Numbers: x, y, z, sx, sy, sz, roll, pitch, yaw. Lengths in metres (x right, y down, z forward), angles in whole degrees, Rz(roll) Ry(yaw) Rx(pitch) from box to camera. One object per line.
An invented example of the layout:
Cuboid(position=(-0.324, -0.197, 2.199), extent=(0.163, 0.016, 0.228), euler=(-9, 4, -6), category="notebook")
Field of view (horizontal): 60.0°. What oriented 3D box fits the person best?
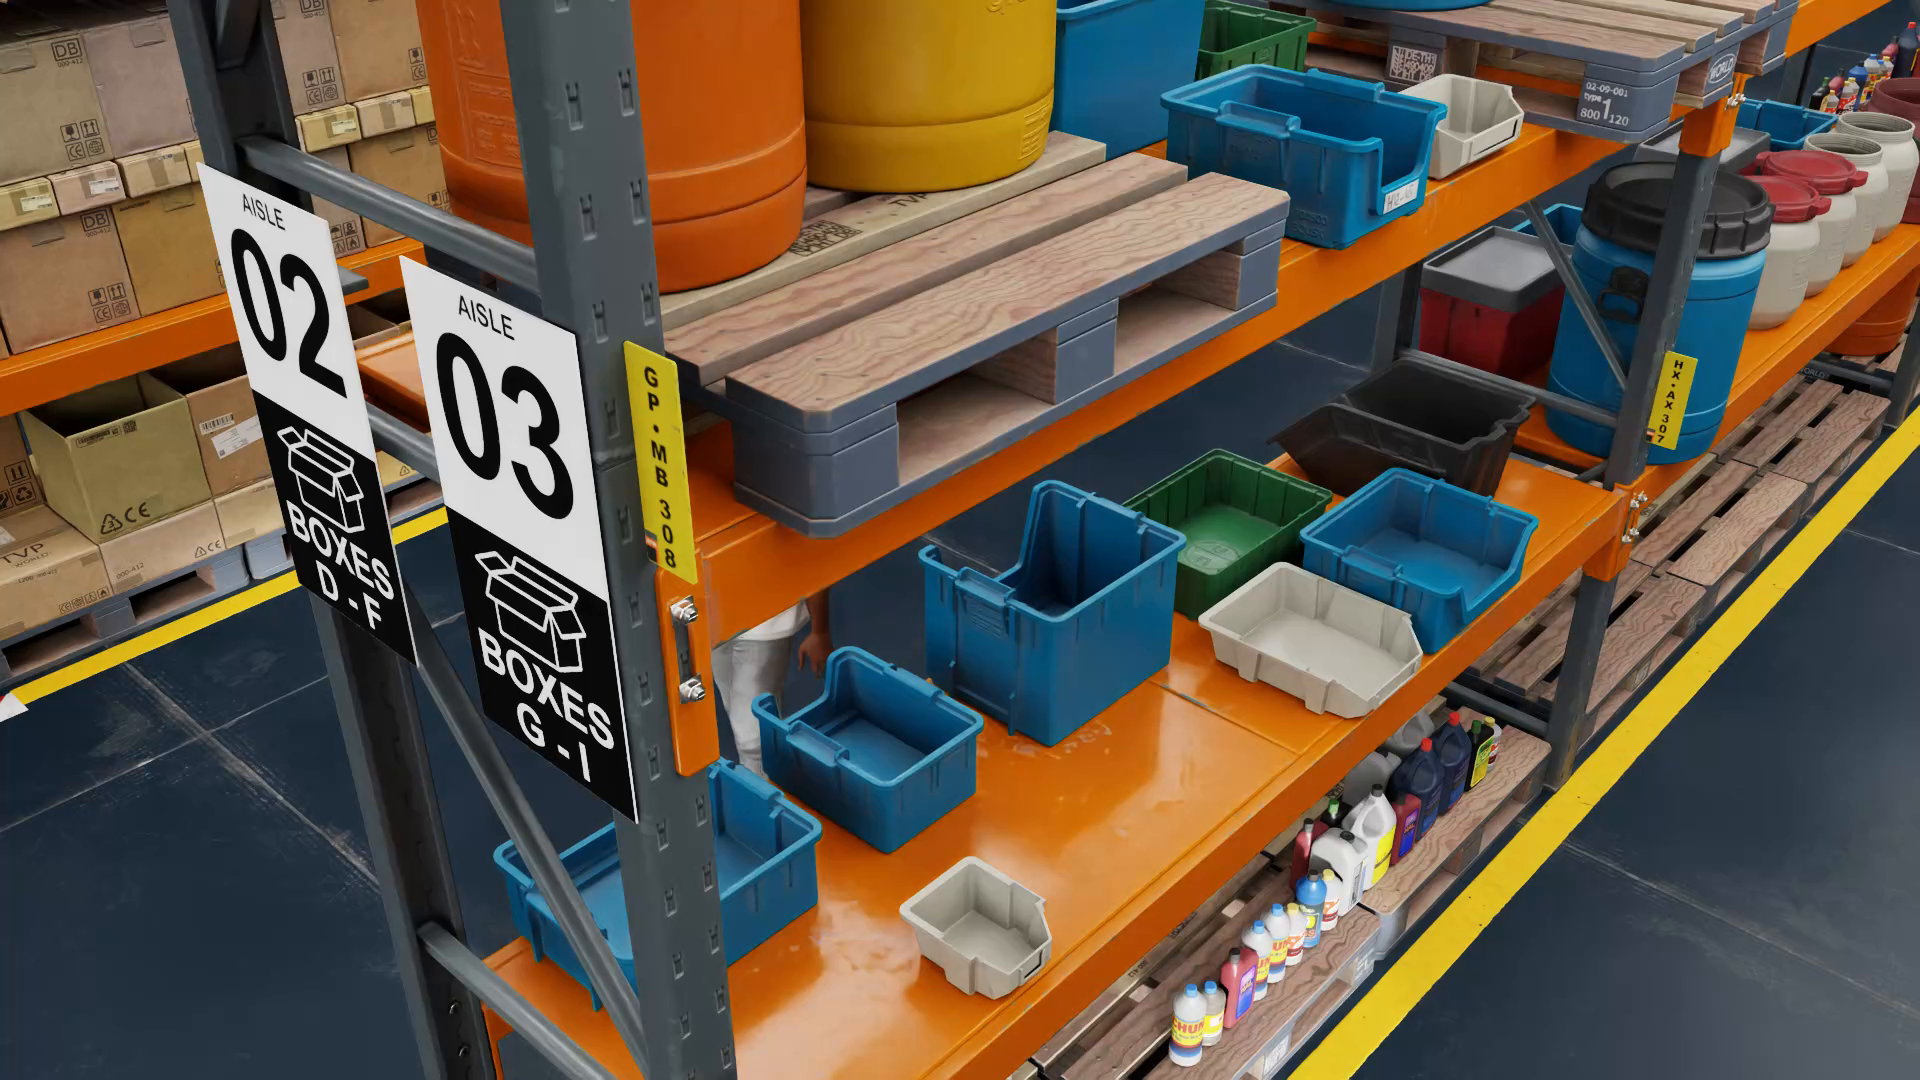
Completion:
Cuboid(position=(-0.776, 0.312, 5.597), extent=(0.615, 1.801, 0.550), euler=(26, 39, 36), category="person")
